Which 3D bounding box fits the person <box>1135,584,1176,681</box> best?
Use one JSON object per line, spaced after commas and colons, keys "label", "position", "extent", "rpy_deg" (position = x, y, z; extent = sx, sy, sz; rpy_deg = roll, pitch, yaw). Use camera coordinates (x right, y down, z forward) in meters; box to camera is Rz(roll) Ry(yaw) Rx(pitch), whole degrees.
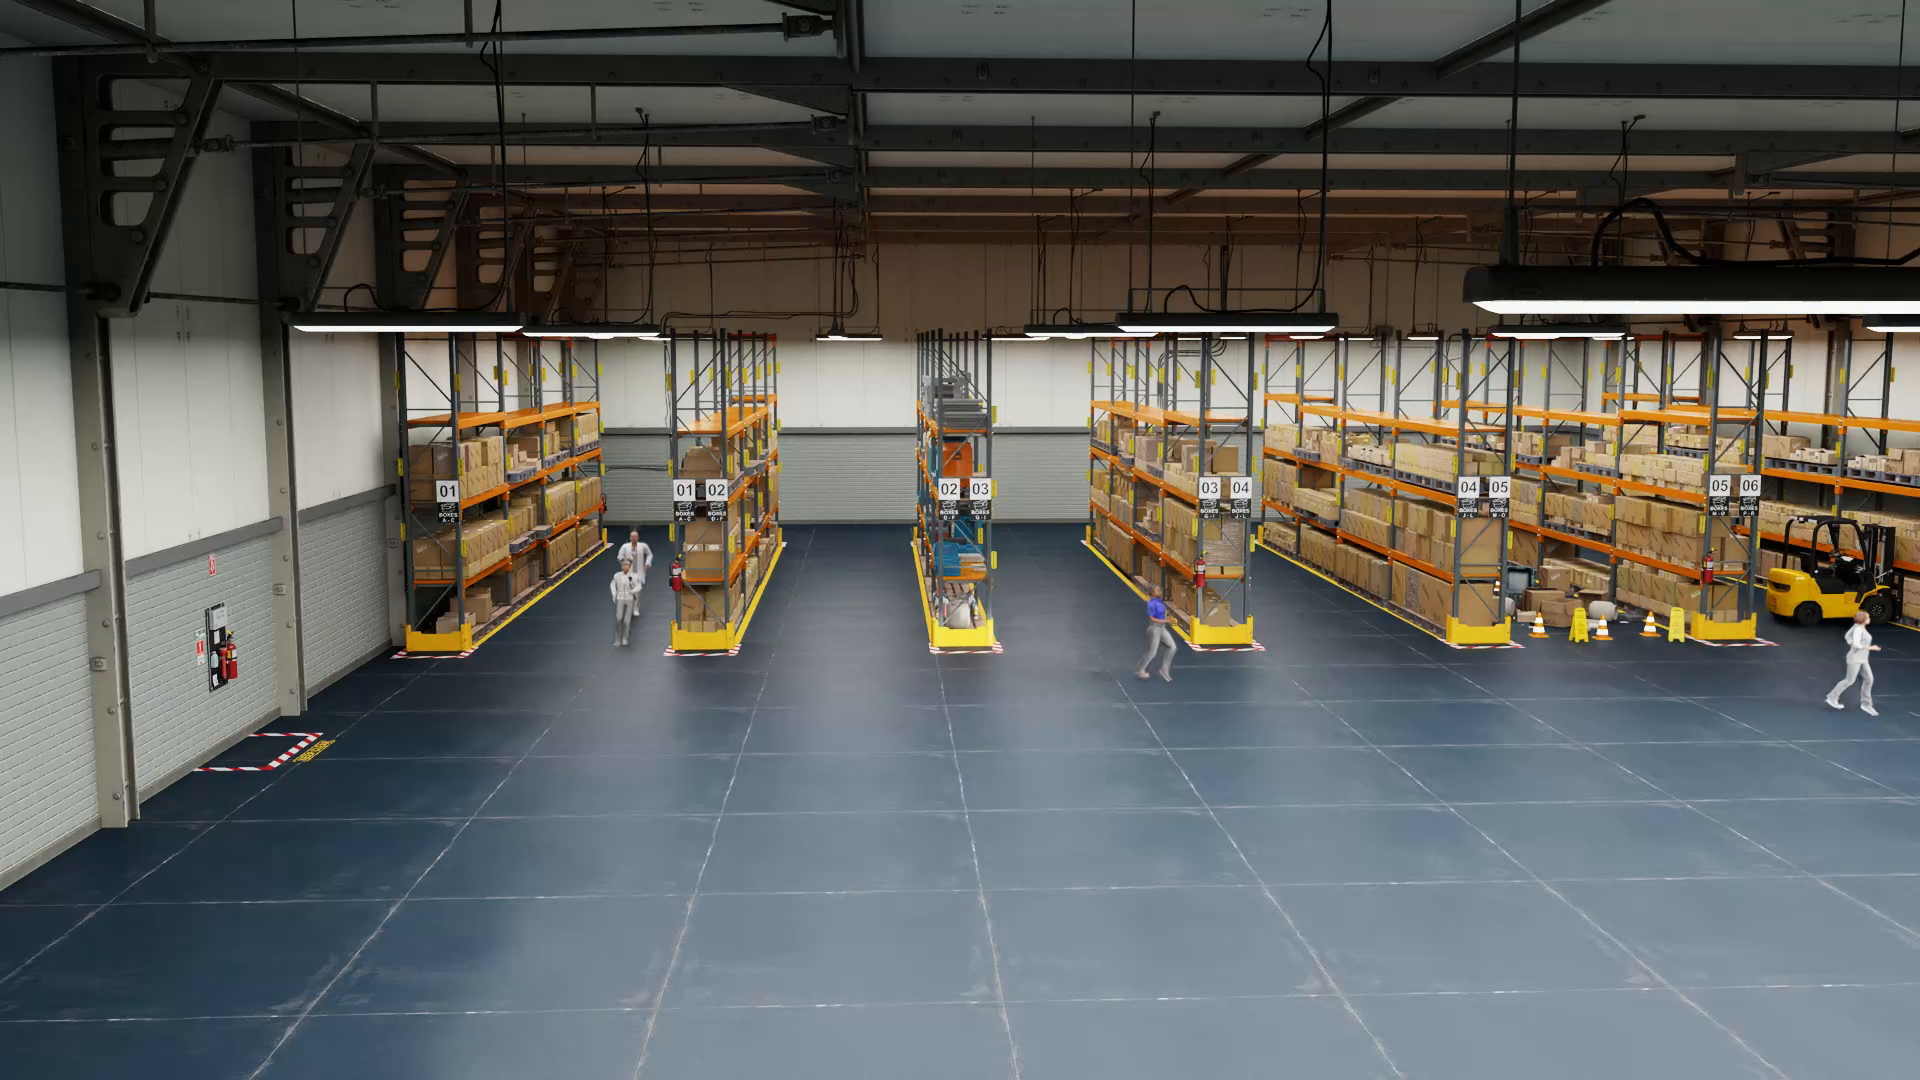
{"label": "person", "position": [3.356, 1.589, 28.396], "extent": [0.734, 1.685, 0.581], "rpy_deg": [5, 8, 34]}

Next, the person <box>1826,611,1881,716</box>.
{"label": "person", "position": [13.878, 1.898, 25.804], "extent": [0.731, 1.637, 0.524], "rpy_deg": [6, 9, 41]}

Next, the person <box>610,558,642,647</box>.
{"label": "person", "position": [-6.364, 1.182, 31.665], "extent": [0.615, 1.704, 0.548], "rpy_deg": [-1, 7, -5]}

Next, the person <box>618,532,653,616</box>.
{"label": "person", "position": [-6.905, 0.728, 35.390], "extent": [0.738, 1.695, 0.756], "rpy_deg": [-1, 7, -9]}
